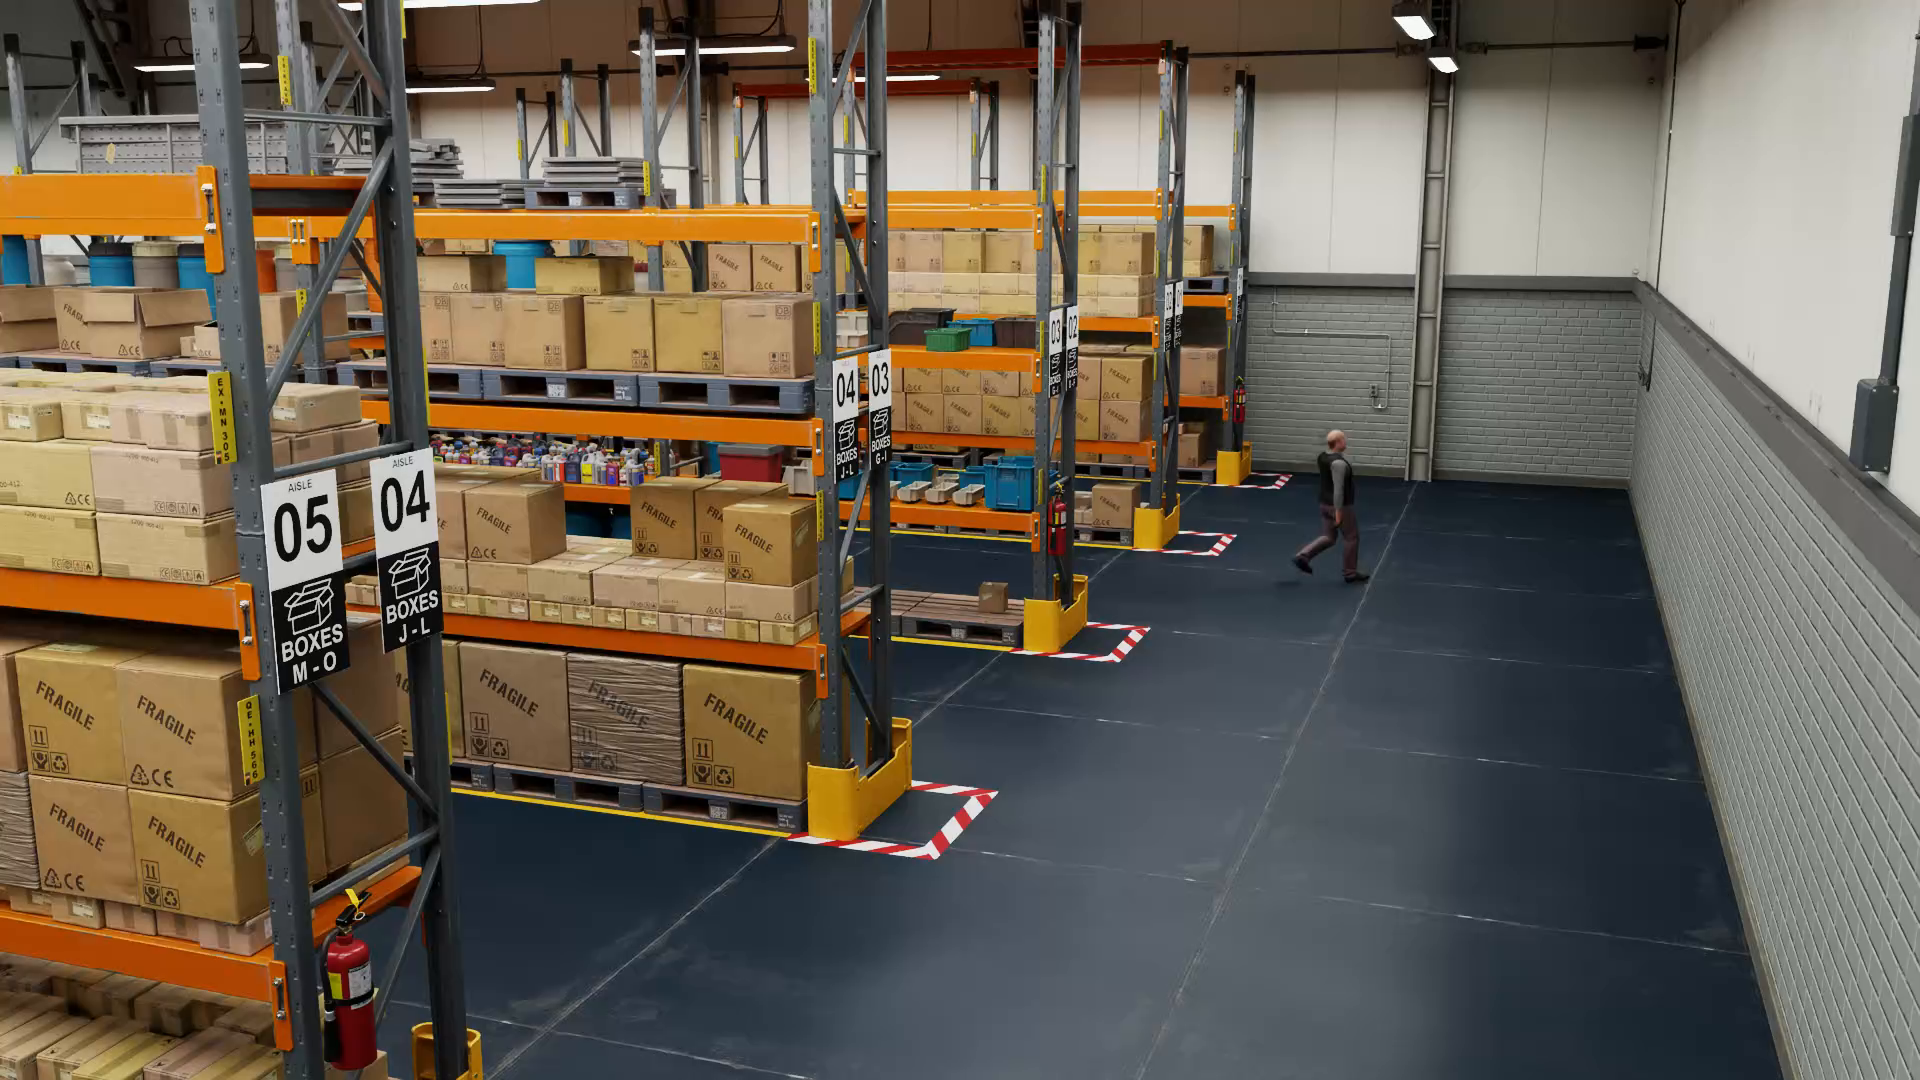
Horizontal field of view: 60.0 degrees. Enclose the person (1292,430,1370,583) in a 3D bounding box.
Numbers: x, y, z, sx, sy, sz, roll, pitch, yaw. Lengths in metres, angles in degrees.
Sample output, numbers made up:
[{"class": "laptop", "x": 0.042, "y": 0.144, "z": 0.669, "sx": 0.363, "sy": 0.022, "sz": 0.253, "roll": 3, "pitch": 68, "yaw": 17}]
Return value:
[{"class": "person", "x": 4.152, "y": -0.373, "z": 18.432, "sx": 0.819, "sy": 1.700, "sz": 0.547, "roll": -3, "pitch": 12, "yaw": -15}]
